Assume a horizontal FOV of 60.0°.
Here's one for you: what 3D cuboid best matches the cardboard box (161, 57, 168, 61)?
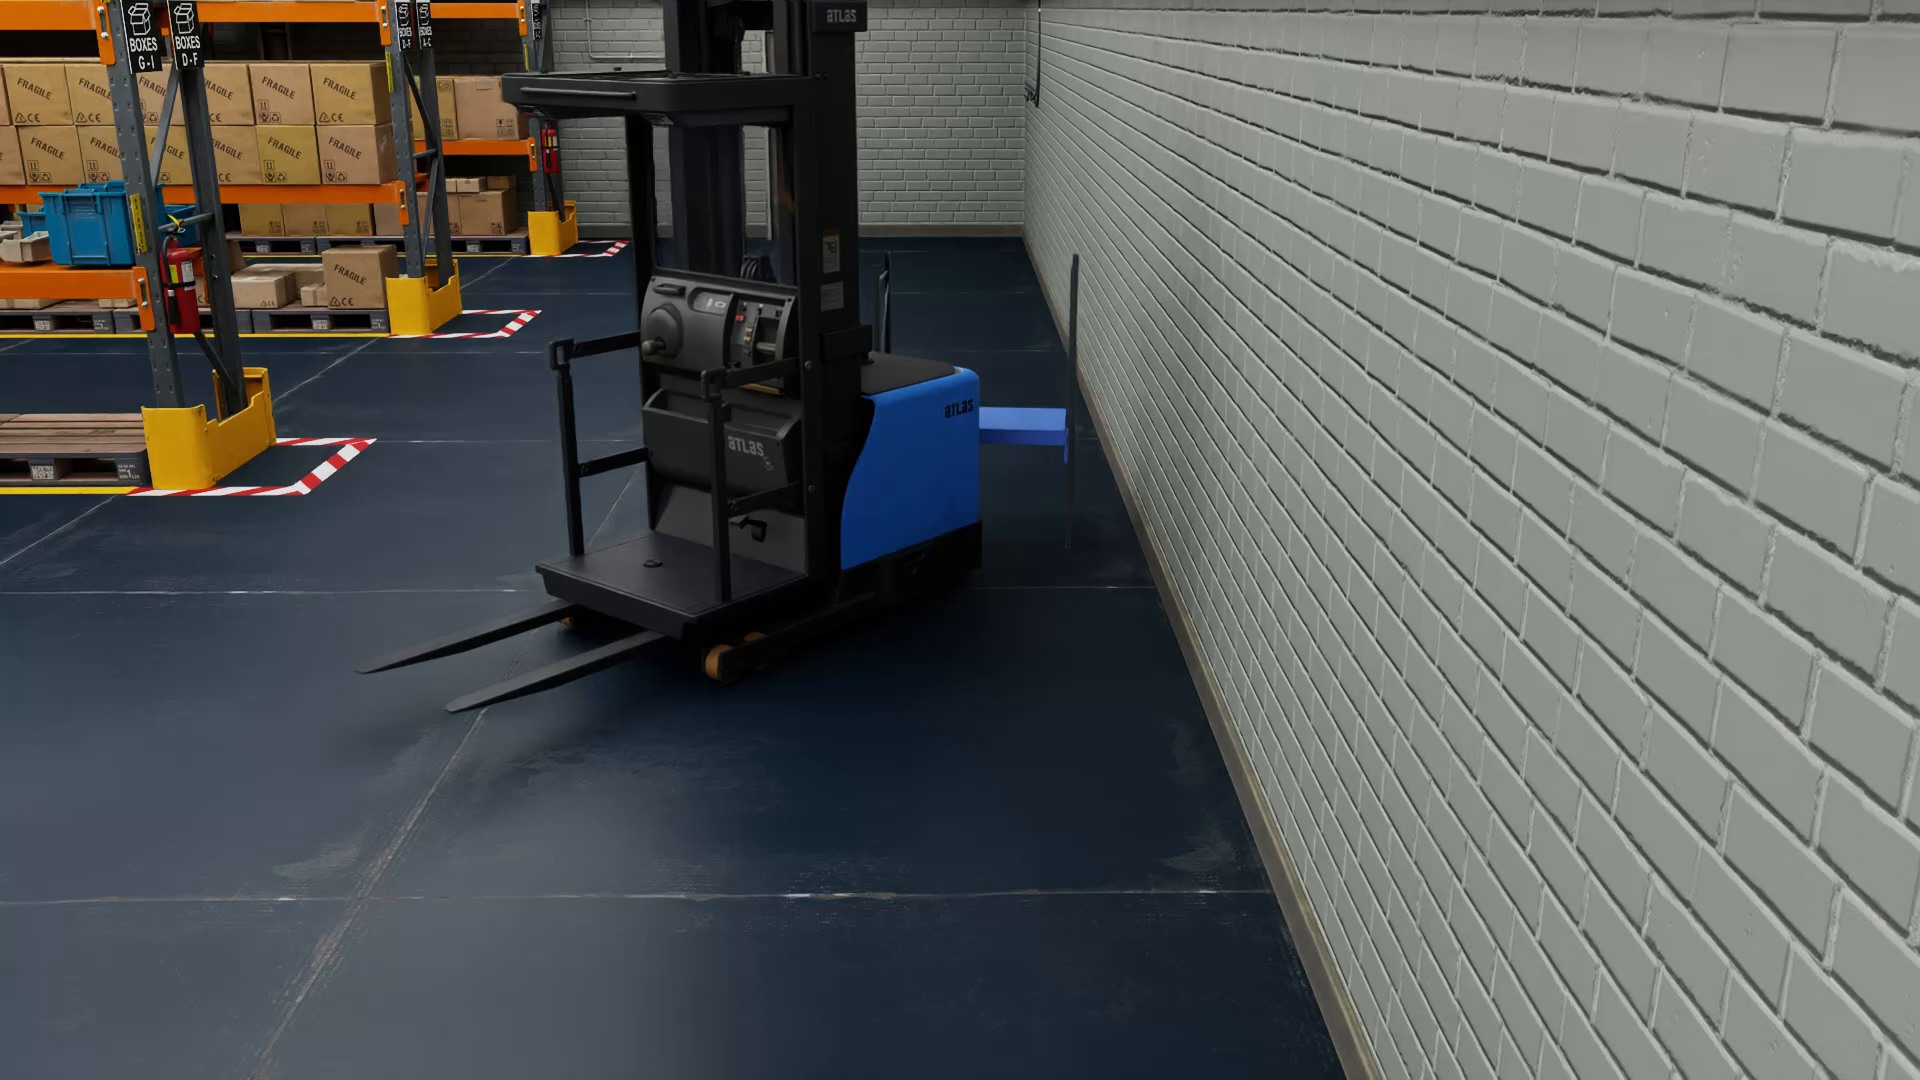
[{"bbox_3d":[-9.344,-5.384,19.009,0.500,0.250,0.500,0,18,0],"label":"cardboard box"}]

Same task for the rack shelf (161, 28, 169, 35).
[{"bbox_3d":[-10.881,-5.984,19.060,4.000,0.370,1.077,0,18,-1],"label":"rack shelf"}]

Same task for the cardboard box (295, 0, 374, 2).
[{"bbox_3d":[-5.309,-4.689,14.088,0.500,0.250,0.500,0,18,-1],"label":"cardboard box"}]

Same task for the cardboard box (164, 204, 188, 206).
[{"bbox_3d":[-9.529,-4.042,19.569,0.750,0.750,0.750,0,18,0],"label":"cardboard box"}]

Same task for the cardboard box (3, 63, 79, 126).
[{"bbox_3d":[-7.808,-3.838,14.301,0.500,0.500,0.500,-1,18,-3],"label":"cardboard box"}]

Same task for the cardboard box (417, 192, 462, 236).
[{"bbox_3d":[-6.080,-3.901,19.702,0.500,0.500,0.700,0,18,-1],"label":"cardboard box"}]

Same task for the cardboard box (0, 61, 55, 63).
[{"bbox_3d":[-8.298,-4.001,14.808,0.500,0.500,0.500,0,18,-1],"label":"cardboard box"}]

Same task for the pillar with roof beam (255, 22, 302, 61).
[{"bbox_3d":[-8.127,-6.718,15.257,0.400,9.000,9.100,0,18,-1],"label":"pillar with roof beam"}]

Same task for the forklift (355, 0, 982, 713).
[{"bbox_3d":[-1.215,-0.953,7.220,1.130,2.935,3.031,14,23,37],"label":"forklift"}]

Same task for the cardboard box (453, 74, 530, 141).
[{"bbox_3d":[-5.391,-5.065,19.435,0.700,0.700,0.980,1,18,2],"label":"cardboard box"}]

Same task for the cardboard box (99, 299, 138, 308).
[{"bbox_3d":[-7.511,-2.199,14.910,0.250,0.166,0.380,0,18,-1],"label":"cardboard box"}]

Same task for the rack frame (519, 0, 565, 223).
[{"bbox_3d":[-4.881,-4.928,19.498,0.127,3.000,1.000,0,18,-1],"label":"rack frame"}]

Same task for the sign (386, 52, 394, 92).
[{"bbox_3d":[-4.811,-3.947,14.028,0.005,0.325,0.100,0,18,-1],"label":"sign"}]

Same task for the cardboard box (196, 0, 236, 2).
[{"bbox_3d":[-6.309,-4.683,14.071,0.500,0.250,0.500,0,18,-1],"label":"cardboard box"}]

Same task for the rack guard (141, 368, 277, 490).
[{"bbox_3d":[-4.701,-0.716,10.460,0.348,0.500,1.175,0,18,-1],"label":"rack guard"}]

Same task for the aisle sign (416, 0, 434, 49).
[{"bbox_3d":[-4.736,-4.743,14.665,0.004,0.787,0.394,0,18,-1],"label":"aisle sign"}]

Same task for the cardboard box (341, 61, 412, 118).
[{"bbox_3d":[-5.247,-4.017,14.858,0.500,0.500,0.500,0,18,1],"label":"cardboard box"}]

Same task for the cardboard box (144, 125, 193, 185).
[{"bbox_3d":[-6.764,-3.370,14.480,0.500,0.500,0.500,-1,18,-2],"label":"cardboard box"}]

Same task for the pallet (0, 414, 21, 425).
[{"bbox_3d":[-6.767,-0.577,10.501,1.213,0.211,1.003,0,18,-1],"label":"pallet"}]

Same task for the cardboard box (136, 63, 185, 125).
[{"bbox_3d":[-6.777,-3.843,14.317,0.500,0.500,0.500,0,18,1],"label":"cardboard box"}]

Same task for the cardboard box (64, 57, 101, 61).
[{"bbox_3d":[-9.855,-5.384,19.010,0.500,0.250,0.500,0,18,0],"label":"cardboard box"}]

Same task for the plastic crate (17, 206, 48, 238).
[{"bbox_3d":[-5.635,-1.947,10.382,0.300,0.233,0.416,0,18,-1],"label":"plastic crate"}]

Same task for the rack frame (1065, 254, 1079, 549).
[{"bbox_3d":[0.600,-0.744,8.912,0.032,1.500,0.500,2,18,5],"label":"rack frame"}]

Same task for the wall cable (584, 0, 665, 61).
[{"bbox_3d":[-3.616,-5.707,20.263,1.851,1.984,0.084,0,18,-1],"label":"wall cable"}]

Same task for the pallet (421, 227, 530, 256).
[{"bbox_3d":[-5.680,-3.572,19.837,1.213,0.211,1.003,0,18,-1],"label":"pallet"}]

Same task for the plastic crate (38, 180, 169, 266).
[{"bbox_3d":[-5.057,-1.889,9.868,0.499,0.435,0.616,0,18,-1],"label":"plastic crate"}]

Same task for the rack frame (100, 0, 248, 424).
[{"bbox_3d":[-4.725,-1.902,10.066,0.127,3.000,1.000,0,18,-1],"label":"rack frame"}]

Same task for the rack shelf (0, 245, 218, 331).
[{"bbox_3d":[-6.725,-1.550,10.145,4.000,0.370,1.077,0,18,-1],"label":"rack shelf"}]

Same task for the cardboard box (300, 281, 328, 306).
[{"bbox_3d":[-5.746,-2.223,14.984,0.250,0.166,0.380,0,18,-1],"label":"cardboard box"}]

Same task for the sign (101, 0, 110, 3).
[{"bbox_3d":[-4.700,-3.112,9.100,0.005,0.325,0.100,0,18,-1],"label":"sign"}]

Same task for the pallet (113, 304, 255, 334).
[{"bbox_3d":[-6.889,-2.077,15.178,1.213,0.211,1.003,0,18,-1],"label":"pallet"}]

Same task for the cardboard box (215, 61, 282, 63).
[{"bbox_3d":[-6.270,-4.011,14.840,0.500,0.500,0.500,0,18,0],"label":"cardboard box"}]

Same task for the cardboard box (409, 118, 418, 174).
[{"bbox_3d":[-5.247,-3.541,15.011,0.500,0.500,0.500,0,18,0],"label":"cardboard box"}]

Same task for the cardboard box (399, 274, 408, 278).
[{"bbox_3d":[-5.224,-2.370,15.471,0.250,0.149,0.380,0,18,-1],"label":"cardboard box"}]

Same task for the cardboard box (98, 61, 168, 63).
[{"bbox_3d":[-7.281,-4.006,14.825,0.500,0.500,0.500,0,18,0],"label":"cardboard box"}]

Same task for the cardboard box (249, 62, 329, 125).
[{"bbox_3d":[-5.745,-3.850,14.337,0.500,0.500,0.500,0,18,1],"label":"cardboard box"}]

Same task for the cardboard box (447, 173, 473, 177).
[{"bbox_3d":[-5.964,-4.271,19.795,0.250,0.149,0.380,0,18,-1],"label":"cardboard box"}]

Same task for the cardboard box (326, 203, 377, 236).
[{"bbox_3d":[-7.116,-3.894,19.679,0.500,0.500,0.700,0,18,0],"label":"cardboard box"}]

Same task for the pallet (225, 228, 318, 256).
[{"bbox_3d":[-8.119,-3.560,19.801,1.213,0.211,1.003,0,18,-1],"label":"pallet"}]

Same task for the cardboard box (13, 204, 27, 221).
[{"bbox_3d":[-11.267,-4.031,19.535,0.750,0.750,0.750,0,18,-1],"label":"cardboard box"}]

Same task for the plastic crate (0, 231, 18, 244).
[{"bbox_3d":[-5.828,-1.749,9.922,0.243,0.136,0.396,0,18,-1],"label":"plastic crate"}]

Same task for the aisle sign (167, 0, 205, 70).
[{"bbox_3d":[-4.658,-3.231,9.952,0.004,0.787,0.394,0,18,-1],"label":"aisle sign"}]

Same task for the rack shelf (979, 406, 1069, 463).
[{"bbox_3d":[0.094,-0.586,9.009,1.000,0.185,0.538,2,18,5],"label":"rack shelf"}]

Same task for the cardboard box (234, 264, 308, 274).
[{"bbox_3d":[-6.348,-2.394,15.381,0.500,0.250,0.500,0,18,-1],"label":"cardboard box"}]

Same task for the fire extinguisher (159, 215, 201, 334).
[{"bbox_3d":[-4.567,-1.549,9.704,0.183,0.674,0.296,0,18,-1],"label":"fire extinguisher"}]

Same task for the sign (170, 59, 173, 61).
[{"bbox_3d":[-8.863,-5.256,18.757,0.005,0.325,0.100,0,18,-1],"label":"sign"}]

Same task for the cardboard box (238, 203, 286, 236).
[{"bbox_3d":[-8.132,-3.890,19.669,0.500,0.500,0.700,0,18,0],"label":"cardboard box"}]

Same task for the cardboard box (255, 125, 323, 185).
[{"bbox_3d":[-5.762,-3.373,14.489,0.500,0.500,0.500,0,18,0],"label":"cardboard box"}]

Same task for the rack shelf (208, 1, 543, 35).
[{"bbox_3d":[-6.881,-6.004,19.120,4.000,0.370,1.077,0,18,-1],"label":"rack shelf"}]

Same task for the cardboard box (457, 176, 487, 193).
[{"bbox_3d":[-5.705,-4.156,19.435,0.250,0.149,0.380,0,18,-2],"label":"cardboard box"}]

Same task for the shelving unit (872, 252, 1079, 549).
[{"bbox_3d":[0.094,-0.758,8.954,1.048,1.500,0.538,2,18,5],"label":"shelving unit"}]

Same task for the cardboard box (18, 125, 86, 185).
[{"bbox_3d":[-7.773,-3.366,14.465,0.500,0.500,0.500,0,18,0],"label":"cardboard box"}]

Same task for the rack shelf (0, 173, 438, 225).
[{"bbox_3d":[-6.799,-3.063,14.862,4.000,0.370,1.077,0,18,-1],"label":"rack shelf"}]
